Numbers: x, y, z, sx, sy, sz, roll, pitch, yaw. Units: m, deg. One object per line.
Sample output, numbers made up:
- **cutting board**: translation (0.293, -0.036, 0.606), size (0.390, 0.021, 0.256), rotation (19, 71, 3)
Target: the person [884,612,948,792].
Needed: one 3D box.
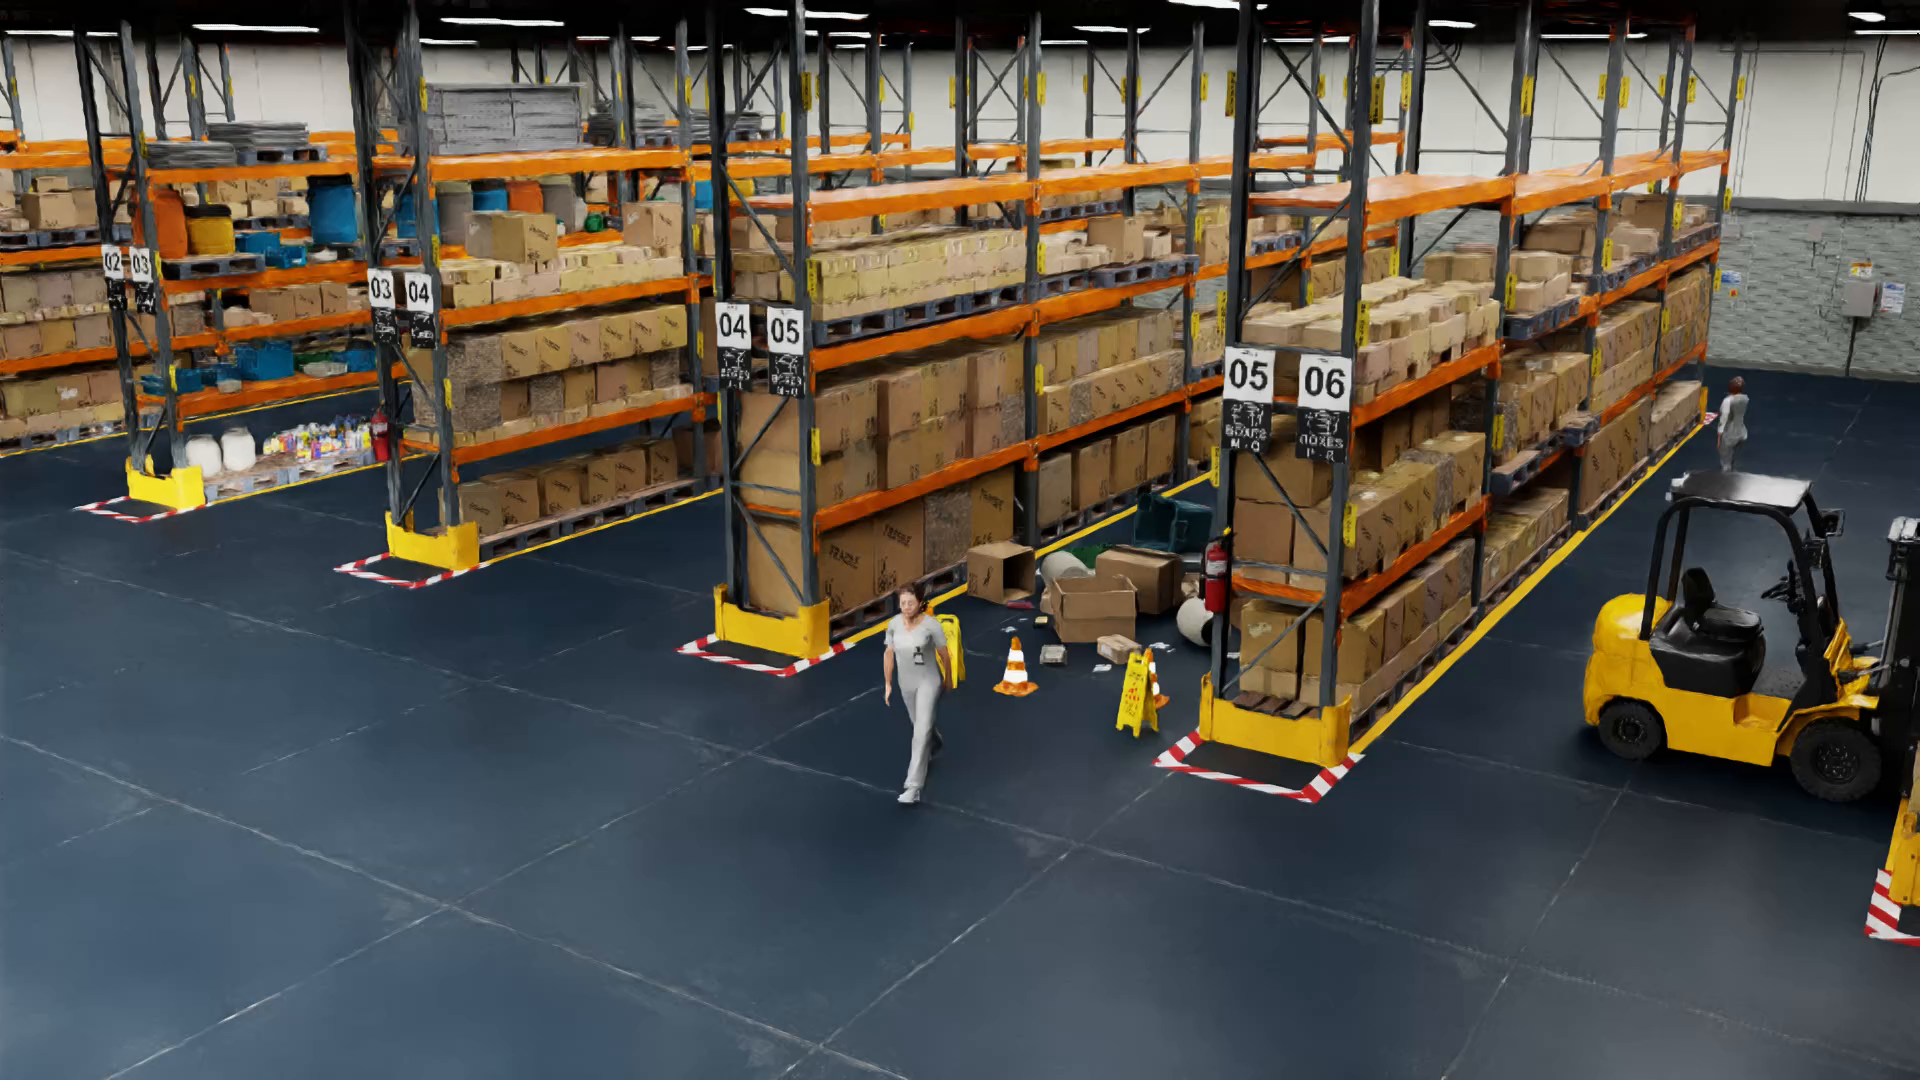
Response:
- **person**: translation (-0.304, 1.137, 12.446), size (0.461, 1.297, 0.935), rotation (7, 17, 23)

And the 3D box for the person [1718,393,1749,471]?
- **person**: translation (9.557, -1.154, 20.752), size (0.443, 1.381, 0.454), rotation (-8, 17, -26)
